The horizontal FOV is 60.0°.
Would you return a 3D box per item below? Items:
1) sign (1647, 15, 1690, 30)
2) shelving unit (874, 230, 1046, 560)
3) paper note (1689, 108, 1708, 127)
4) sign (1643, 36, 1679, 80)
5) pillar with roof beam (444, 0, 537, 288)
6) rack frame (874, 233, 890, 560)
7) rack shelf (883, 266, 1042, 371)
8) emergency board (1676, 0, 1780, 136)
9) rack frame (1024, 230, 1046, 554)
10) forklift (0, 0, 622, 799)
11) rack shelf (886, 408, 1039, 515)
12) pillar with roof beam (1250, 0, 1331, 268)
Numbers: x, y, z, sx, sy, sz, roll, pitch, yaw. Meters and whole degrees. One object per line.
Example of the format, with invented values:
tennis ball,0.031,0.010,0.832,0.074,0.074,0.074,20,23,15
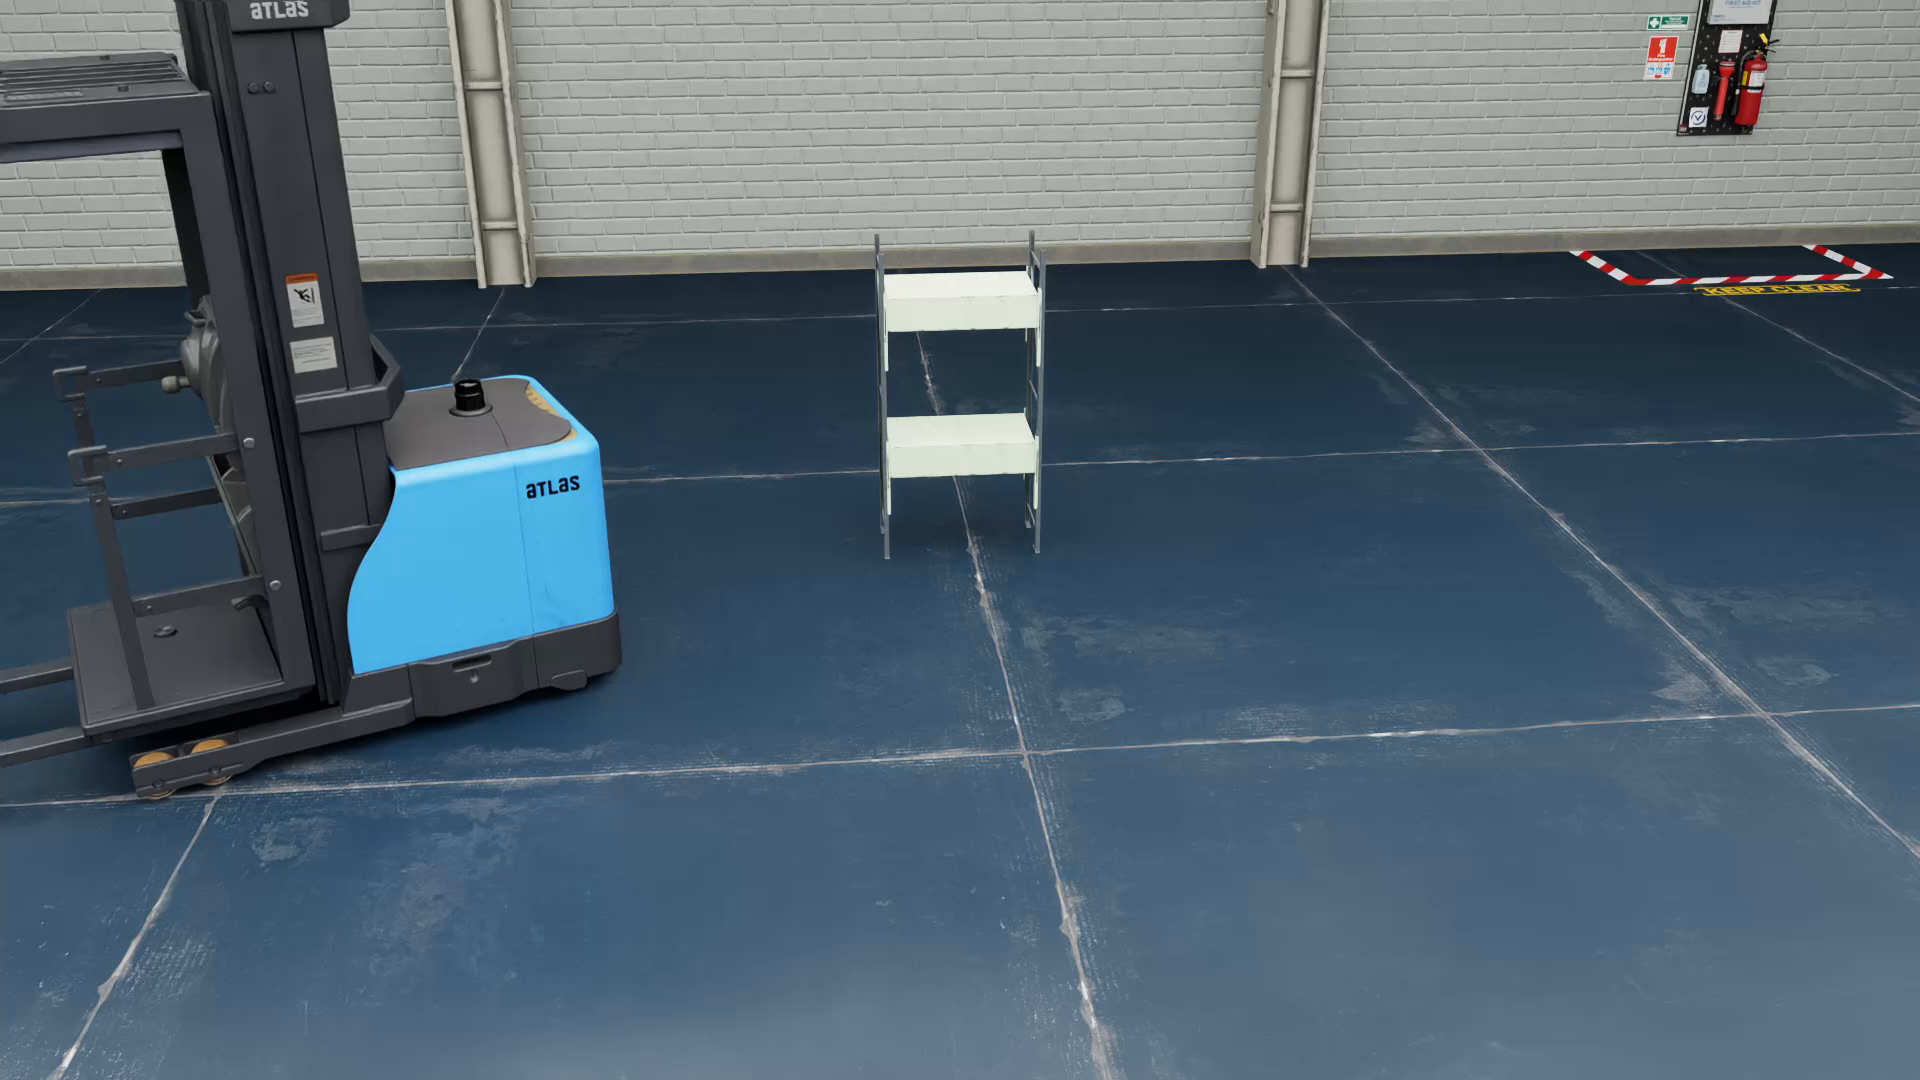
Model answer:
sign,5.482,-4.006,12.873,0.331,0.109,0.001,-2,24,-5
shelving unit,-0.007,-0.685,7.945,0.755,1.500,0.431,-2,24,-5
paper note,5.854,-3.350,13.177,0.142,0.148,0.016,-2,24,-5
sign,5.476,-3.767,12.988,0.234,0.329,0.001,-2,24,-5
pillar with roof beam,-3.019,-4.337,6.928,0.400,9.000,9.100,-2,24,-5
rack frame,-0.371,-0.670,7.912,0.023,1.500,0.400,-2,24,-5
rack shelf,-0.007,-1.042,7.786,0.720,0.370,0.431,-2,24,-5
emergency board,6.037,-3.731,12.952,0.643,1.169,0.194,-2,24,-5
rack frame,0.358,-0.700,7.978,0.023,1.500,0.400,-2,24,-5
forklift,-2.948,-0.633,6.066,3.031,2.935,1.130,-13,27,-26
rack shelf,-0.007,-0.387,8.077,0.720,0.370,0.431,-2,24,-5
pillar with roof beam,2.952,-4.576,7.467,0.400,9.000,9.100,-2,24,-5
